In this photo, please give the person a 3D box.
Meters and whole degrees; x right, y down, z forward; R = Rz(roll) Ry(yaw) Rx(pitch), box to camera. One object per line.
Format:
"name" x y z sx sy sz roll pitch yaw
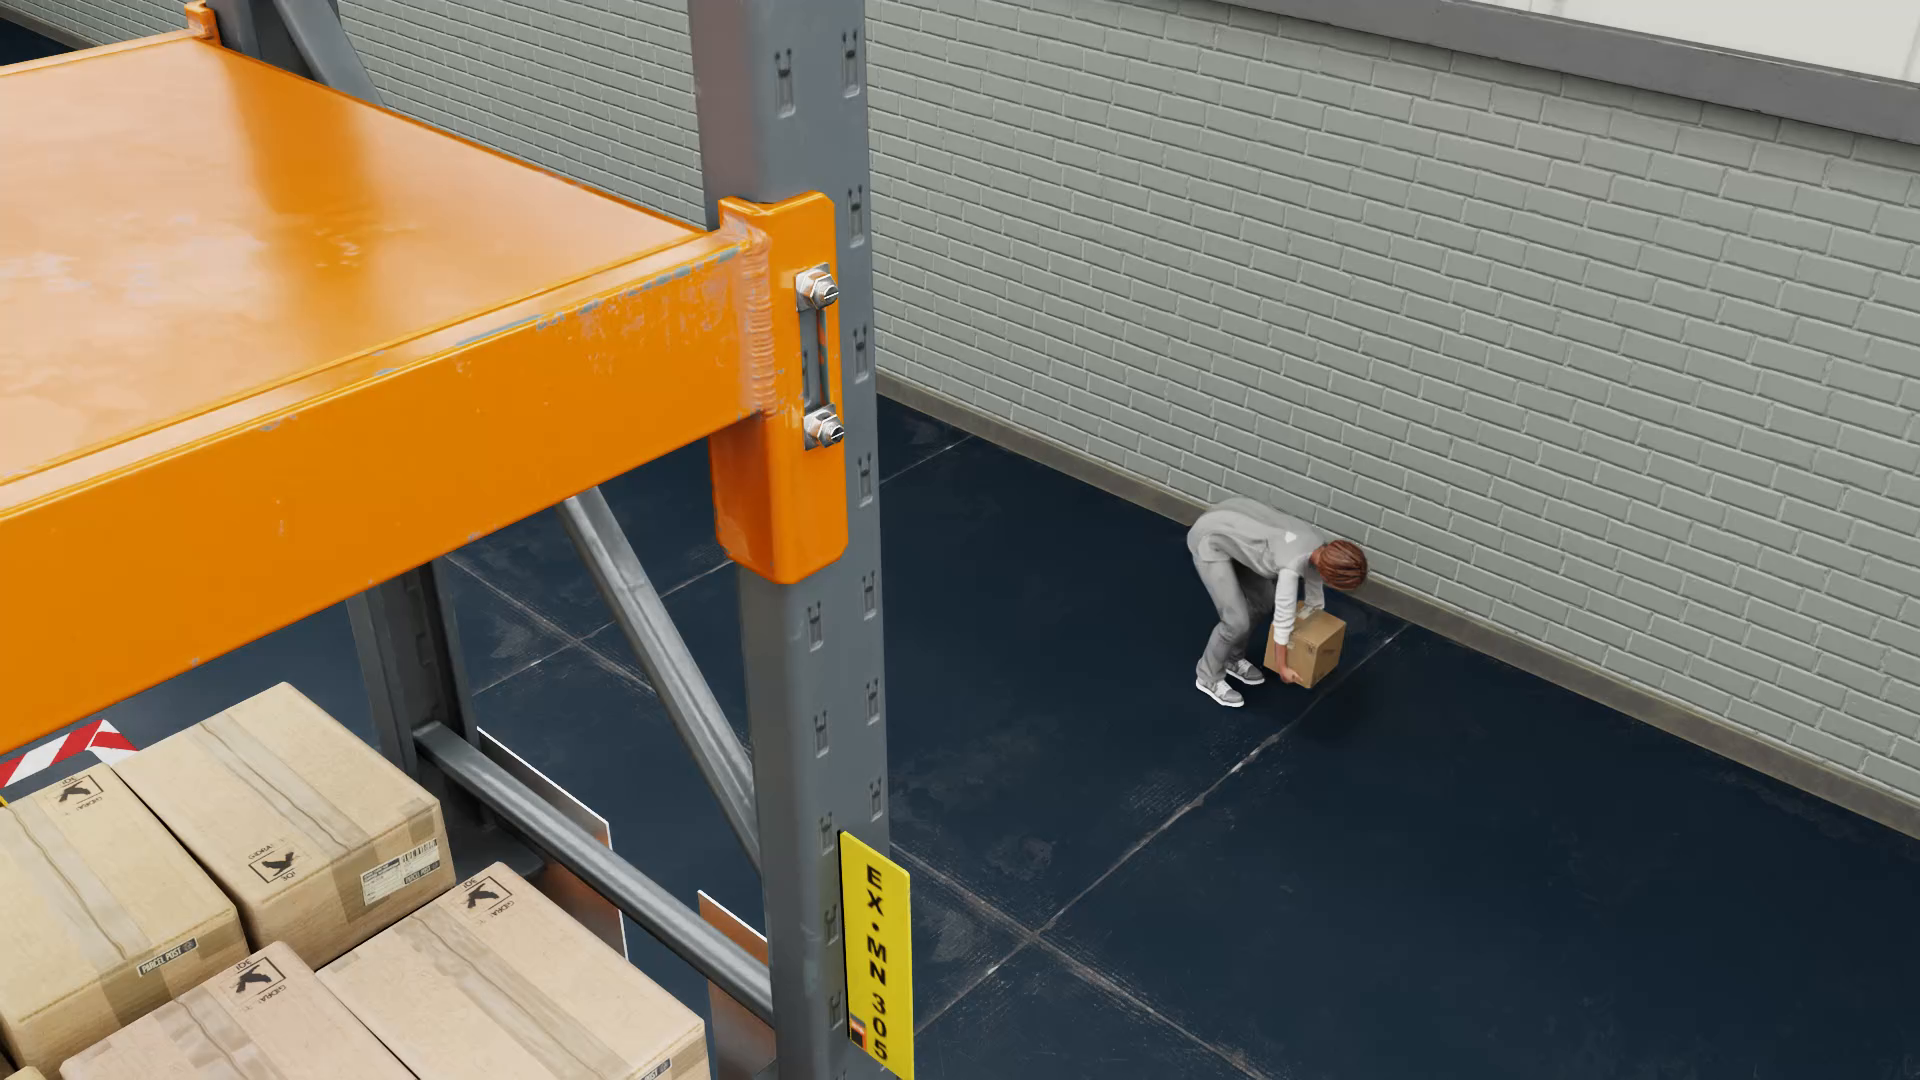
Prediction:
"person" 1.429 0.337 7.658 0.868 1.012 0.388 24 39 33
